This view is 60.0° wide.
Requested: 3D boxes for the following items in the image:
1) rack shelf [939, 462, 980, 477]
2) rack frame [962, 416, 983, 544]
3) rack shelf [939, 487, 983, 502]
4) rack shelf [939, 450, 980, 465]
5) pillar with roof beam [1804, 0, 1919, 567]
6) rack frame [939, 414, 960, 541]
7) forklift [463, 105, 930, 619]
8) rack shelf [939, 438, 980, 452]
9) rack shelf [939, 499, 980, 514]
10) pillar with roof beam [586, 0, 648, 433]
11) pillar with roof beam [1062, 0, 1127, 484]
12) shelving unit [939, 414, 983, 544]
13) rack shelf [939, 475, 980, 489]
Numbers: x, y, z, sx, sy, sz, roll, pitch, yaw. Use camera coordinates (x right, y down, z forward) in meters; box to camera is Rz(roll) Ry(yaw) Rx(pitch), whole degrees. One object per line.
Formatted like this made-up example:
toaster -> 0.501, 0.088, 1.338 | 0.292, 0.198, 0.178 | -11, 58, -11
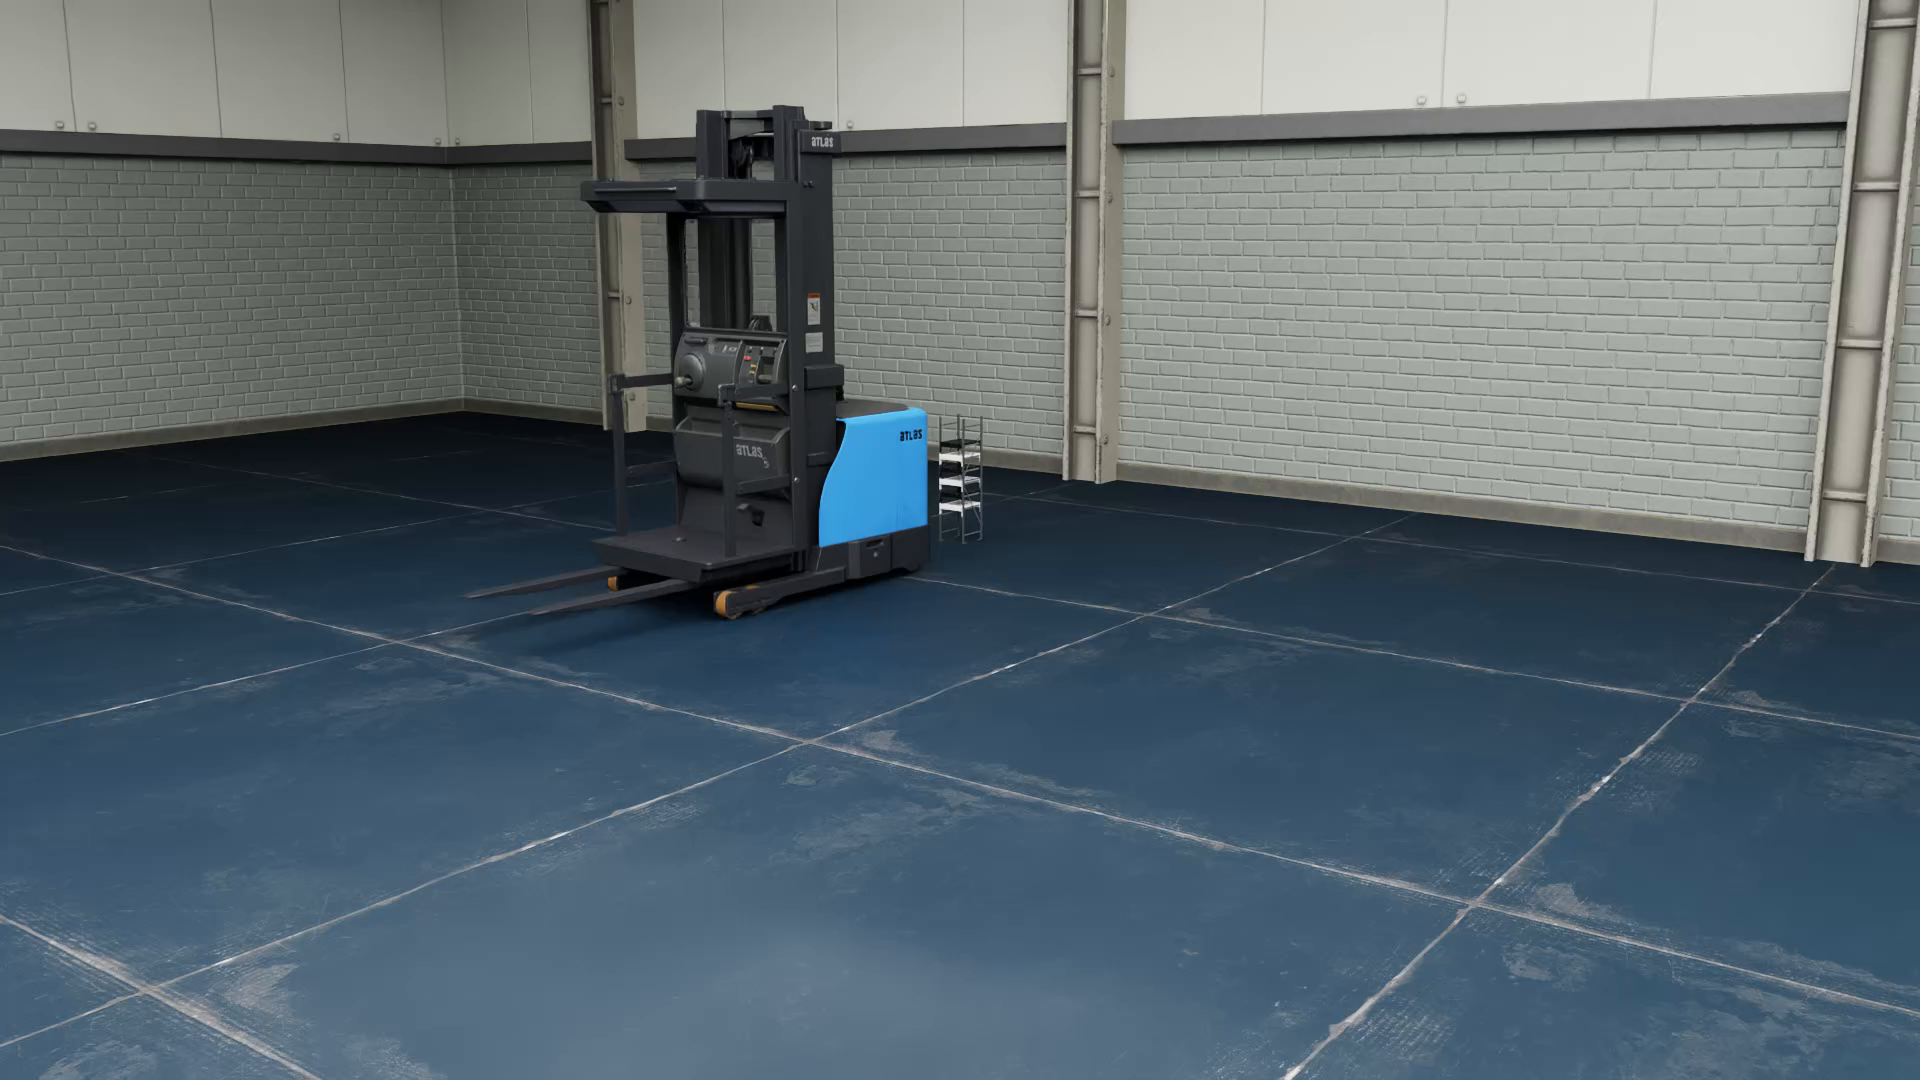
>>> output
rack shelf -> 0.007, -0.497, 11.929 | 0.200, 0.077, 0.258 | 8, 13, 36
rack frame -> 0.088, -0.429, 11.880 | 0.006, 0.900, 0.240 | 8, 13, 36
rack shelf -> 0.007, -0.320, 11.963 | 0.200, 0.077, 0.258 | 8, 13, 36
rack shelf -> 0.007, -0.585, 11.912 | 0.200, 0.077, 0.258 | 8, 13, 36
pillar with roof beam -> 3.446, -3.623, 7.063 | 0.400, 9.000, 9.100 | 8, 13, 36
rack frame -> -0.075, -0.452, 11.999 | 0.006, 0.900, 0.240 | 8, 13, 36
forklift -> -1.534, -1.087, 9.932 | 1.130, 2.935, 3.031 | 9, 14, 39
rack shelf -> 0.007, -0.673, 11.895 | 0.200, 0.077, 0.258 | 8, 13, 36
rack shelf -> 0.007, -0.231, 11.980 | 0.200, 0.077, 0.258 | 8, 13, 36
pillar with roof beam -> -6.226, -4.972, 14.037 | 0.400, 9.000, 9.100 | 8, 13, 36
pillar with roof beam -> -1.390, -4.297, 10.550 | 0.400, 9.000, 9.100 | 8, 13, 36
shelving unit -> 0.007, -0.441, 11.939 | 0.210, 0.900, 0.258 | 8, 13, 36
rack shelf -> 0.007, -0.408, 11.946 | 0.200, 0.077, 0.258 | 8, 13, 36
